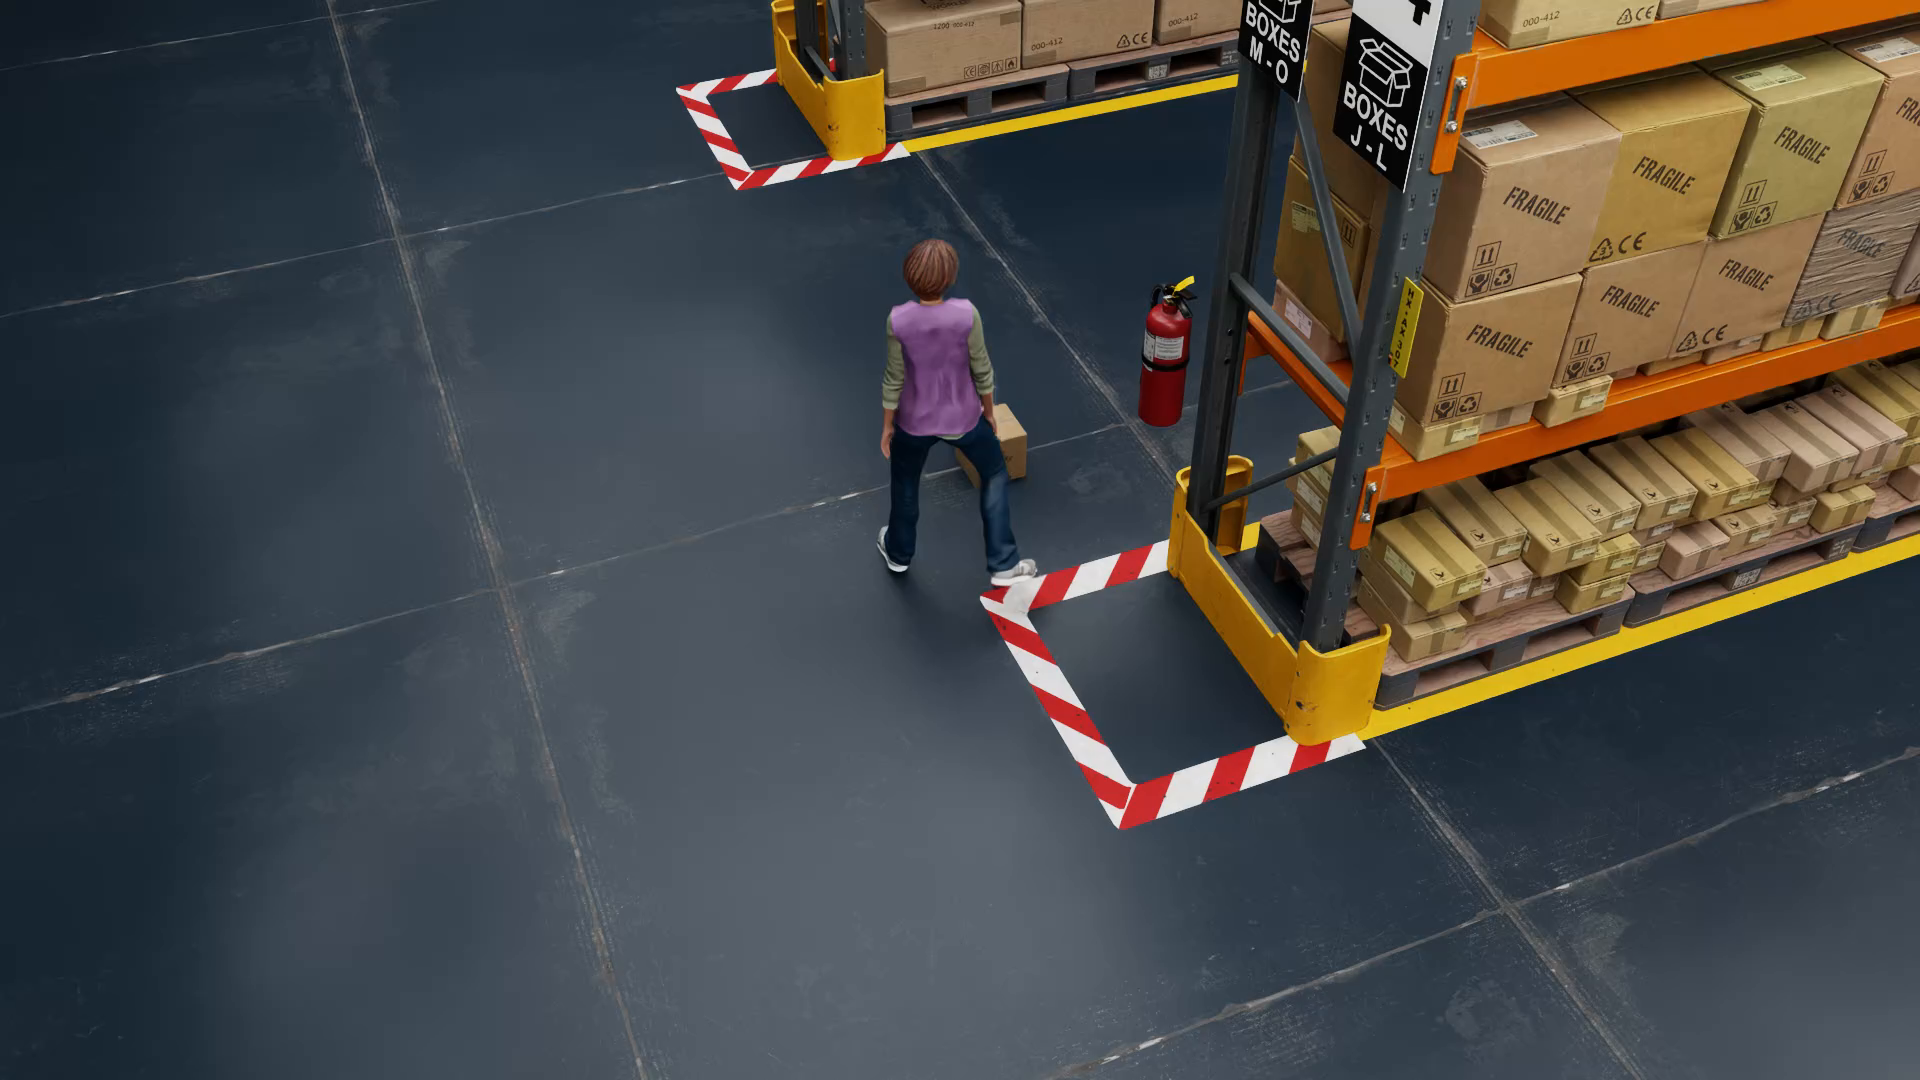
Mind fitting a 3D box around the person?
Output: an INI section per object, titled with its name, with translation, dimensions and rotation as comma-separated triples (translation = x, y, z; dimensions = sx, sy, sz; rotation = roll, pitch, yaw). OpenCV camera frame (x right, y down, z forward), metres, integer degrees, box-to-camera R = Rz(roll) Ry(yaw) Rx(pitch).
[person]
translation = -0.016, -0.454, 6.645
dimensions = 0.670, 1.585, 0.522
rotation = -3, 42, -3
